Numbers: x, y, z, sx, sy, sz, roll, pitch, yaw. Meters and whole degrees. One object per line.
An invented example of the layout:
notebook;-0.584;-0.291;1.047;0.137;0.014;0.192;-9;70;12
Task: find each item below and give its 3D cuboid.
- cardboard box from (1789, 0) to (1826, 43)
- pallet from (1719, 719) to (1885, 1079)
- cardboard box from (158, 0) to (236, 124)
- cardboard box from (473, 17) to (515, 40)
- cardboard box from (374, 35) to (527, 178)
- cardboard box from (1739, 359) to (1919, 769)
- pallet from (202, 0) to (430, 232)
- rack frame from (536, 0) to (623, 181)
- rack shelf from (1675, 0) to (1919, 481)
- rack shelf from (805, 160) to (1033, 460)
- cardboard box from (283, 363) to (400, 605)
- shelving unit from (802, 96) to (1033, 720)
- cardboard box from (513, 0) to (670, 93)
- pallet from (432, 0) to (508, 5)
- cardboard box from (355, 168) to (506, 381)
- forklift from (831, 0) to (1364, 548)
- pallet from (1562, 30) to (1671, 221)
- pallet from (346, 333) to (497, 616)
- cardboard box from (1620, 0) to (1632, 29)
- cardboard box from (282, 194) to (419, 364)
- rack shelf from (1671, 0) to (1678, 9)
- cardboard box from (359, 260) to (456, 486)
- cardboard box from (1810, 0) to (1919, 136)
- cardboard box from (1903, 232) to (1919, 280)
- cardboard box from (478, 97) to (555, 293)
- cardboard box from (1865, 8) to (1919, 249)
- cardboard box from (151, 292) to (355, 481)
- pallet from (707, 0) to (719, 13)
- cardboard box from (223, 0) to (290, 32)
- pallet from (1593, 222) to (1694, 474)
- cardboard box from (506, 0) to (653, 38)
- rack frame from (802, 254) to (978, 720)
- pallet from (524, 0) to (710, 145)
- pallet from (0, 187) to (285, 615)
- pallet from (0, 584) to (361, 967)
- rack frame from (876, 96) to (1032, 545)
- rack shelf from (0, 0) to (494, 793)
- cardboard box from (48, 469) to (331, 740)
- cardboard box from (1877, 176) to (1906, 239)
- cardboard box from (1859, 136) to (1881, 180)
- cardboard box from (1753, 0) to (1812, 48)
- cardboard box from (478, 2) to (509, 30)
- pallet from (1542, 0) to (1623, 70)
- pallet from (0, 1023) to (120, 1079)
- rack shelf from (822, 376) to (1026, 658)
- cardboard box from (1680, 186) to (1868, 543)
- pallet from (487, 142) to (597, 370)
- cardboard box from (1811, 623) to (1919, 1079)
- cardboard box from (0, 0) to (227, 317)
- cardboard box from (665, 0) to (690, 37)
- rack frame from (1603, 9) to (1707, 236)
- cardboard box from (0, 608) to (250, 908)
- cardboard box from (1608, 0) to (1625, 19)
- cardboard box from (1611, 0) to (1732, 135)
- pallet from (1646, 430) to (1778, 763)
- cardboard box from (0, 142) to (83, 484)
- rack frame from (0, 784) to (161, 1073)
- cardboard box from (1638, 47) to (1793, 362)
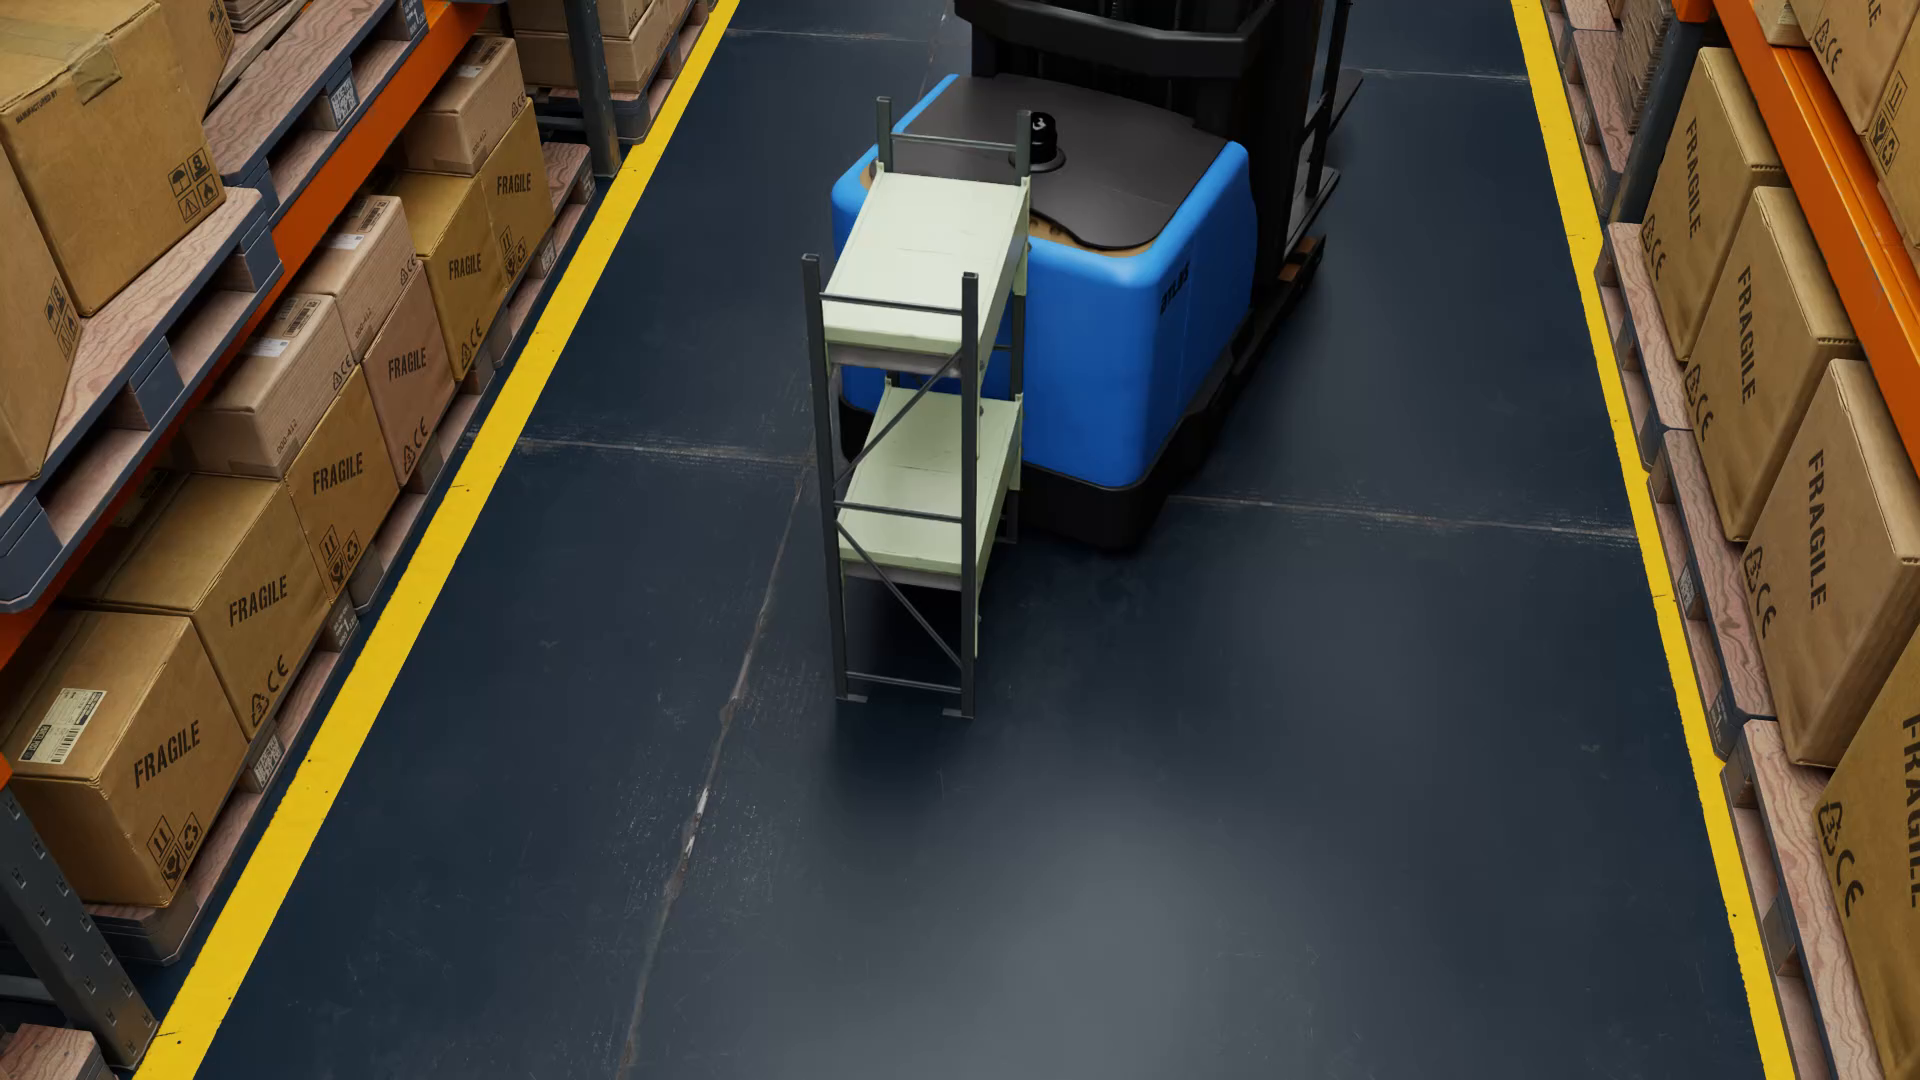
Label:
cardboard box;2.612;-1.687;4.546;0.500;0.500;0.500;7;44;7
pallet;2.506;1.007;4.033;1.003;0.211;1.213;5;44;6
cardboard box;-2.259;-1.319;4.084;0.700;0.500;0.500;-5;44;-5
cardboard box;-2.075;-2.182;7.067;0.500;0.250;0.500;6;44;7
cardboard box;-1.797;-1.474;5.578;0.500;0.250;0.500;7;44;7
cardboard box;2.551;0.094;4.227;0.750;0.750;0.750;6;44;7
pallet;-2.155;-1.252;4.530;1.003;0.211;1.213;5;44;6
rack frame;-1.903;-2.647;5.864;1.000;3.000;0.127;5;44;6
rack shelf;2.743;-0.575;4.199;1.077;0.370;4.000;5;44;6
rack shelf;-0.087;-0.598;4.223;0.431;0.370;0.720;8;44;8
cardboard box;-1.993;-0.185;4.762;0.500;0.500;0.500;6;44;6
shelving unit;-0.087;-0.315;4.492;0.431;1.500;0.755;8;44;8
cardboard box;-1.542;-2.131;7.014;0.500;0.250;0.500;5;44;5
pallet;-1.923;-2.109;5.435;1.213;0.211;1.003;5;44;6
cardboard box;-1.863;-0.888;5.504;0.500;0.500;0.500;4;44;4
forklift;0.722;-2.052;5.286;1.130;2.935;3.031;19;47;19
pallet;3.113;-1.719;6.912;1.003;0.211;1.213;5;44;6
pallet;-2.203;-0.300;5.413;1.003;0.211;1.213;5;44;6
cardboard box;3.235;-2.287;6.982;0.700;0.500;0.500;5;44;5
cardboard box;-1.928;-0.776;4.841;0.500;0.250;0.500;4;44;5
rack shelf;3.272;-3.301;7.078;1.077;0.370;4.000;5;44;6
cardboard box;-1.926;-0.529;5.126;0.500;0.500;0.500;4;44;4
cardboard box;2.545;-1.349;4.189;0.500;0.500;0.500;5;44;5
cardboard box;2.501;-0.687;3.962;0.380;0.149;0.250;7;44;7
cardboard box;-1.794;-1.240;5.876;0.500;0.500;0.500;7;44;7
cardboard box;2.484;-0.993;3.814;0.500;0.500;0.500;6;44;7
cardboard box;-1.994;-0.434;4.480;0.500;0.250;0.500;5;44;6
pallet;-1.592;-3.021;8.287;1.003;0.211;1.213;5;44;6
cardboard box;-2.185;-1.790;4.581;0.700;0.500;0.500;13;45;13
pallet;2.829;-0.656;5.790;1.003;0.211;1.213;5;44;6
cardboard box;-1.542;-2.335;6.821;0.500;0.311;0.500;7;44;7
rack frame;-0.157;-0.068;4.231;0.400;1.500;0.023;8;44;8
pallet;-1.755;-2.192;7.411;1.003;0.211;1.213;5;44;6
pallet;-2.218;-0.386;3.616;1.003;0.211;1.213;5;44;6
pallet;-2.362;0.534;4.533;1.003;0.211;1.213;5;44;6
rack frame;-0.017;-0.562;4.752;0.400;1.500;0.023;8;44;8
rack shelf;-2.167;-1.023;4.672;1.077;0.370;4.000;5;44;6
cardboard box;-2.067;0.155;4.403;0.500;0.500;0.500;6;44;6
cardboard box;2.543;-0.866;4.151;0.380;0.149;0.250;5;44;6
cardboard box;2.592;-1.033;4.327;0.380;0.149;0.250;6;44;6
cardboard box;2.574;-1.568;4.892;0.380;0.149;0.250;6;44;7
cardboard box;-2.078;-2.384;6.873;0.500;0.311;0.500;6;44;7
pallet;3.276;-2.548;7.788;1.003;0.211;1.213;5;44;6
pallet;-2.523;1.560;3.449;1.003;0.211;1.213;5;44;6
rack shelf;-0.087;-0.078;4.716;0.431;0.370;0.720;8;44;8
cardboard box;2.658;-0.486;4.839;0.750;0.750;0.750;5;44;5
pallet;-2.039;-1.129;6.289;1.003;0.211;1.213;5;44;6
cardboard box;2.436;0.700;3.587;0.750;0.750;0.750;6;44;6
cardboard box;-2.119;-0.887;3.627;0.700;0.500;0.500;12;45;12
cardboard box;-1.477;-2.474;7.376;0.500;0.250;0.500;4;44;4
rack frame;3.008;-2.199;5.391;1.000;3.000;0.127;5;44;6
cardboard box;-2.126;0.519;4.018;0.500;0.500;0.500;3;44;4
cardboard box;3.272;-2.628;7.342;0.700;0.500;0.500;5;44;5
cardboard box;3.051;-1.947;6.622;0.700;0.500;0.500;6;44;6
pallet;2.665;0.173;4.914;1.003;0.211;1.213;5;44;6
cardboard box;-2.147;-0.412;3.126;0.700;0.500;0.500;-8;44;-9
rack frame;-2.432;0.079;2.985;1.000;3.000;0.127;5;44;6
cardboard box;2.781;-1.082;5.469;0.750;0.750;0.750;5;44;5
